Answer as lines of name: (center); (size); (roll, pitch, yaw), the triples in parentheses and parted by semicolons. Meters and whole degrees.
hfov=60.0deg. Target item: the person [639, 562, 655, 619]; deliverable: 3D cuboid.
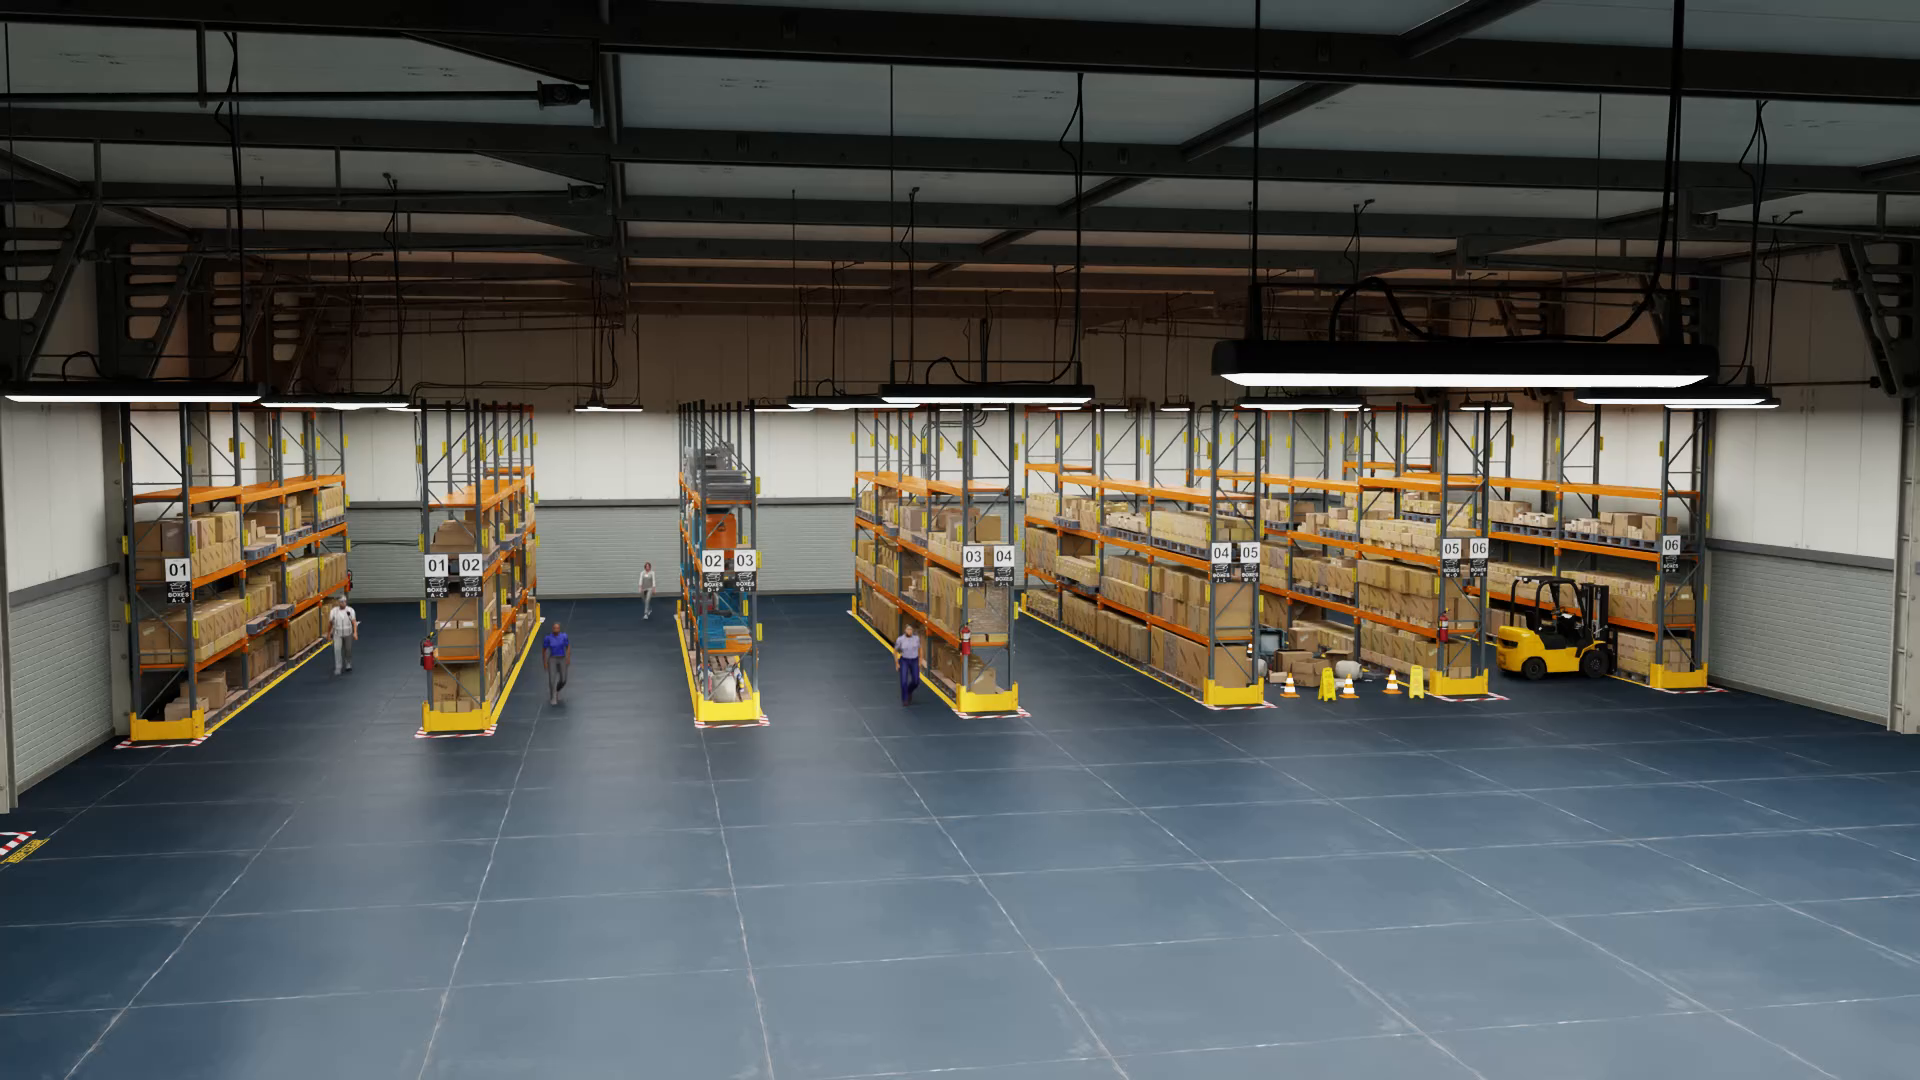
person: (-8.791, 1.403, 46.741); (0.413, 1.555, 0.885); (1, 4, 8)

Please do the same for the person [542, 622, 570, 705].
person: (-8.034, 2.430, 33.068); (0.545, 1.628, 0.542); (-2, 5, -19)

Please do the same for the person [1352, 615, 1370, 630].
person: (10.476, 1.580, 43.100); (0.609, 1.786, 0.463); (-3, 5, -36)

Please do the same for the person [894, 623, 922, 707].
person: (-1.035, 2.443, 32.879); (0.571, 1.632, 0.558); (-1, 4, -12)

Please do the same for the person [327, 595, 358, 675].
person: (-13.682, 2.064, 36.808); (0.644, 1.705, 1.088); (-2, 5, -20)
